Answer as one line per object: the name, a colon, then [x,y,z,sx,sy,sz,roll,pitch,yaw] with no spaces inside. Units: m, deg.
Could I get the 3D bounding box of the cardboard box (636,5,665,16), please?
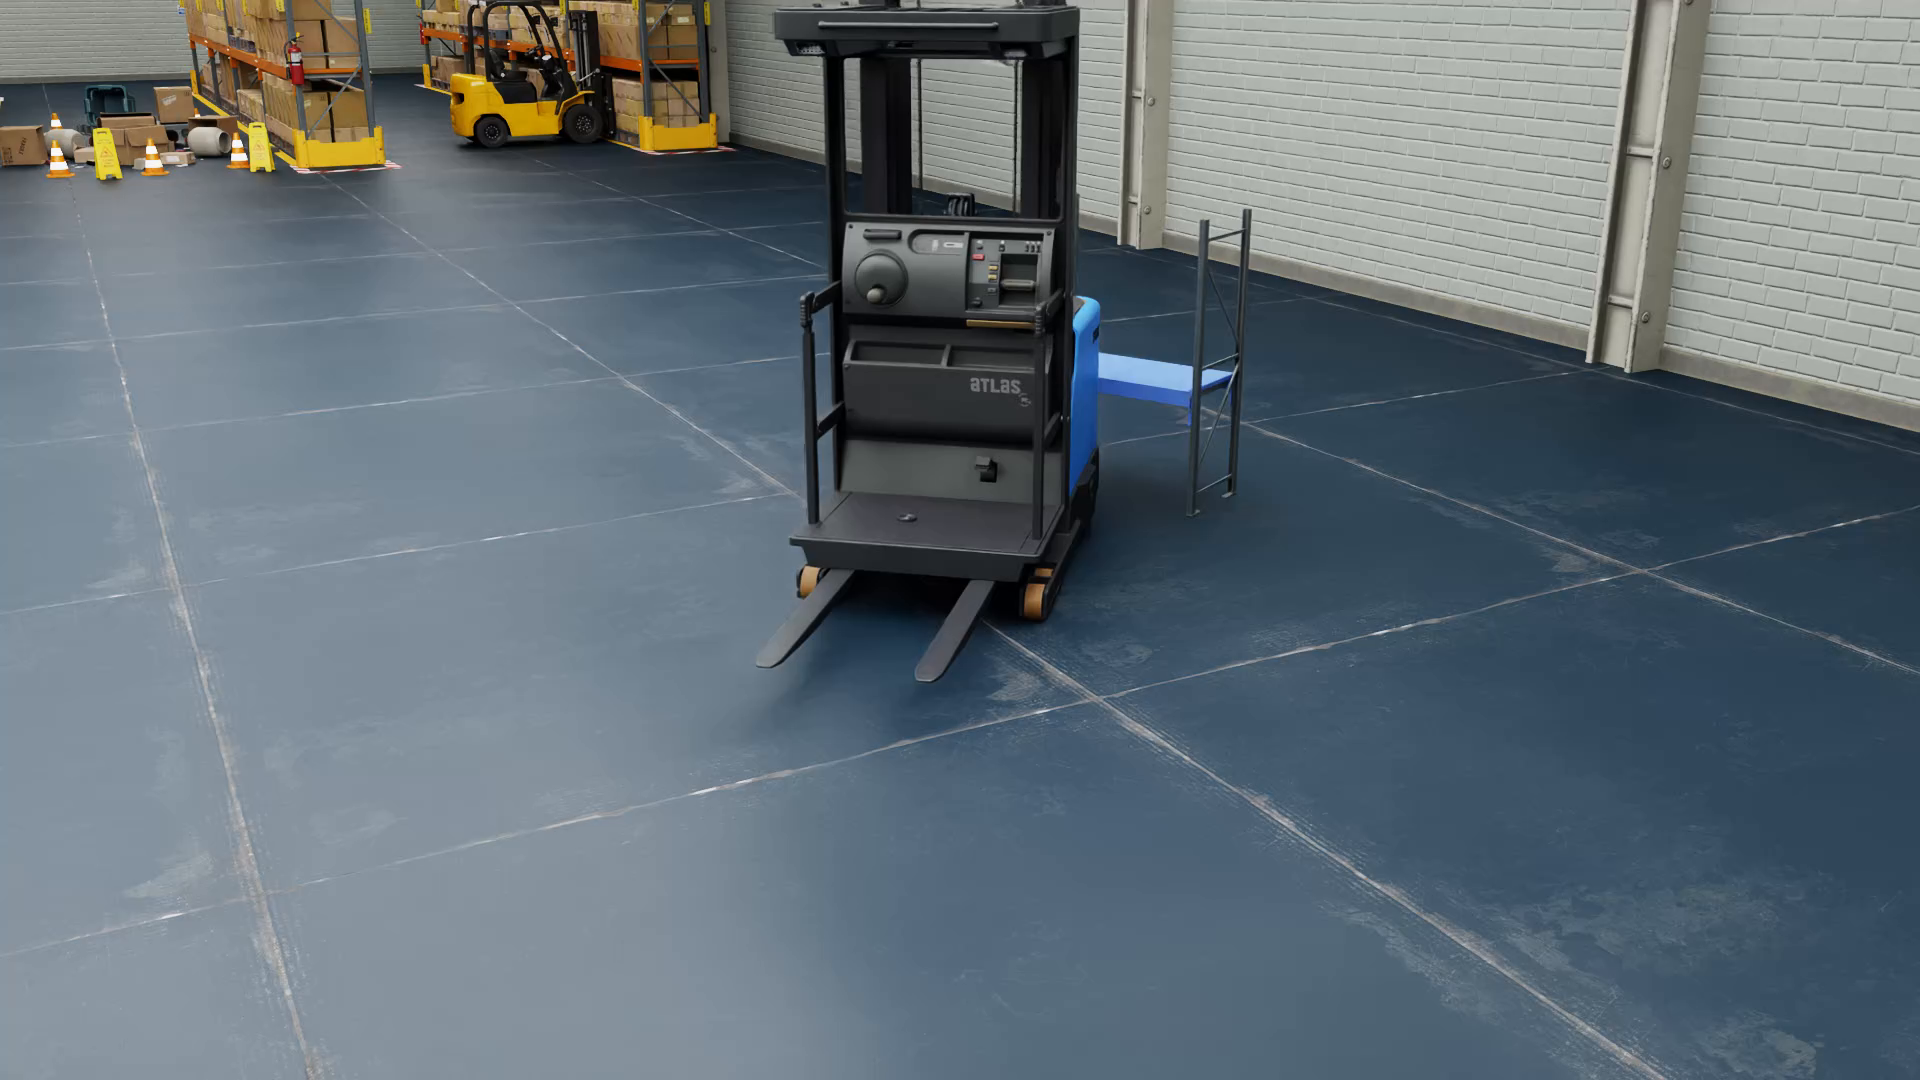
cardboard box: [-4.703,-8.043,25.237,0.380,0.149,0.250,-10,21,-27]

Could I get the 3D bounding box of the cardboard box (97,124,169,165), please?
cardboard box: [-11.776,-5.640,23.705,0.637,0.503,0.797,7,20,20]

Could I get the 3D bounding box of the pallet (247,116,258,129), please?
pallet: [-11.567,-7.112,28.419,1.003,0.211,1.213,-10,21,-27]

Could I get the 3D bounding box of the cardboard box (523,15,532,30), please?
cardboard box: [-7.681,-9.478,30.463,0.500,0.250,0.500,-11,22,-28]

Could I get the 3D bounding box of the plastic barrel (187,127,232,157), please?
plastic barrel: [-11.027,-5.849,24.432,0.512,0.421,0.421,4,19,11]

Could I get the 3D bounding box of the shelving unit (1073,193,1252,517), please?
shelving unit: [0.898,-0.990,8.702,1.048,1.500,0.538,13,23,33]

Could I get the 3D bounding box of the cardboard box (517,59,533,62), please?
cardboard box: [-8.780,-9.659,33.719,0.380,0.149,0.250,-10,21,-26]

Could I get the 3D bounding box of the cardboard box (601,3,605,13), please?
cardboard box: [-5.541,-8.557,26.728,0.380,0.149,0.250,-10,21,-26]

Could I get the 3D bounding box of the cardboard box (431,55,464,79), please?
cardboard box: [-11.738,-10.899,38.303,0.797,0.503,0.637,-11,22,-29]

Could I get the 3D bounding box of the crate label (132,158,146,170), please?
crate label: [-11.296,-5.225,23.064,0.298,0.136,0.250,11,22,30]

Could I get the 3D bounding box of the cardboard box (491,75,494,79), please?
cardboard box: [-9.278,-9.321,33.733,0.500,0.500,0.500,-11,22,-29]

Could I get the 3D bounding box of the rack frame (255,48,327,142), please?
rack frame: [-10.613,-7.856,26.301,1.000,3.000,0.127,-10,21,-27]

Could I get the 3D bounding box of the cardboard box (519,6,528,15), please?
cardboard box: [-7.981,-9.845,30.917,0.380,0.149,0.250,-9,21,-25]

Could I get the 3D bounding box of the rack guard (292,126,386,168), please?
rack guard: [-8.750,-5.548,23.444,1.175,0.500,0.348,-10,21,-27]

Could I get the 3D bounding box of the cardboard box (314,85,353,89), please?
cardboard box: [-9.348,-6.537,24.900,0.500,0.500,0.500,-10,21,-26]

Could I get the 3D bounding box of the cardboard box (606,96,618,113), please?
cardboard box: [-5.346,-6.995,26.610,0.500,0.250,0.500,-11,22,-28]

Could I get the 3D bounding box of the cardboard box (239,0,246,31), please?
cardboard box: [-11.511,-8.631,27.293,0.500,0.500,0.500,-9,21,-25]

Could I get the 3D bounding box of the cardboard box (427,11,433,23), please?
cardboard box: [-11.727,-11.824,37.574,0.500,0.250,0.500,-10,21,-26]

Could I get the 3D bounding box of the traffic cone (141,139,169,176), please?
traffic cone: [-10.869,-5.163,22.385,0.336,0.463,0.334,-10,21,-27]

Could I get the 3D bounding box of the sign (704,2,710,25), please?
sign: [-3.856,-8.009,25.295,0.100,0.325,0.005,-10,21,-27]

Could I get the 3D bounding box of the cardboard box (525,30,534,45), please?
cardboard box: [-7.665,-9.247,30.559,0.500,0.250,0.500,-11,22,-28]

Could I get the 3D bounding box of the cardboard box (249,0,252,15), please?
cardboard box: [-10.372,-8.207,25.175,0.700,0.500,0.500,-10,21,-26]

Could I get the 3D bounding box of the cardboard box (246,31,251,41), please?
cardboard box: [-11.364,-8.188,27.003,0.380,0.149,0.250,-10,22,-28]

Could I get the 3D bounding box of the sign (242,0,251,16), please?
sign: [-11.100,-8.317,25.860,0.100,0.325,0.005,-10,21,-27]

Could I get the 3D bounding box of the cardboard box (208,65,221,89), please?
cardboard box: [-15.468,-9.853,35.372,0.875,0.438,0.875,-9,21,-25]

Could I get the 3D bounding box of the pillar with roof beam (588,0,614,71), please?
pillar with roof beam: [-10.522,-11.709,28.269,9.100,9.000,0.400,-10,21,-27]

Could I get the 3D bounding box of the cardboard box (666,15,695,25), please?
cardboard box: [-4.280,-7.970,25.481,0.380,0.149,0.250,-11,22,-28]

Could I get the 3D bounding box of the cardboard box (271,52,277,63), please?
cardboard box: [-10.002,-7.161,24.670,0.380,0.149,0.250,-10,21,-27]

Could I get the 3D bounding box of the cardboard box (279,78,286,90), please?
cardboard box: [-9.674,-6.625,24.160,0.380,0.149,0.250,-10,21,-26]

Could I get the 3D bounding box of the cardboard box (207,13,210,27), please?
cardboard box: [-14.179,-10.003,31.985,0.500,0.250,0.500,-10,21,-26]

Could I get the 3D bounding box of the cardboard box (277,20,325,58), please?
cardboard box: [-9.214,-7.009,23.236,0.500,0.500,0.500,-10,22,-28]

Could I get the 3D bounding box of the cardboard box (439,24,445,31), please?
cardboard box: [-11.319,-11.366,36.856,0.380,0.149,0.250,-9,21,-25]

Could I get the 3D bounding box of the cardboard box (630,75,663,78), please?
cardboard box: [-5.115,-7.453,27.171,0.500,0.250,0.500,-10,22,-28]

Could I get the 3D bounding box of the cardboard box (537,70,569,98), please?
cardboard box: [-7.225,-8.290,30.554,0.875,0.625,0.625,-11,22,-29]

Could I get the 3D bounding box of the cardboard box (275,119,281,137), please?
cardboard box: [-10.053,-6.241,25.190,0.500,0.250,0.500,-10,22,-27]

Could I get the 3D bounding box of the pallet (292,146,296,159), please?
pallet: [-9.104,-5.651,24.183,1.003,0.211,1.213,-10,21,-27]

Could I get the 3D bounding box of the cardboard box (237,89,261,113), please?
cardboard box: [-12.253,-7.797,29.514,0.950,0.372,0.625,-12,22,-30]

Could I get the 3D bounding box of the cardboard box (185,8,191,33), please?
cardboard box: [-16.336,-11.166,35.740,0.500,0.500,0.500,-10,21,-27]

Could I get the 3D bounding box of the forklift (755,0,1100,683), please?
forklift: [-0.099,-1.171,7.032,1.130,2.935,3.031,4,19,12]

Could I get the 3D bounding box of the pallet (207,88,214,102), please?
pallet: [-15.288,-9.416,35.095,1.003,0.211,1.213,-10,21,-27]

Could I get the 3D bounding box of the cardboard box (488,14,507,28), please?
cardboard box: [-8.932,-10.155,32.548,0.500,0.250,0.500,-11,22,-29]

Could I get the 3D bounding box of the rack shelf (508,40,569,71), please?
rack shelf: [-7.196,-8.860,30.313,1.077,0.370,4.000,-10,21,-27]

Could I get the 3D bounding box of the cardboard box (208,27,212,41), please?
cardboard box: [-14.188,-9.767,32.066,0.500,0.250,0.500,-11,22,-28]

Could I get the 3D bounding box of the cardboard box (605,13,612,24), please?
cardboard box: [-5.389,-8.253,26.301,0.380,0.149,0.250,-10,21,-26]

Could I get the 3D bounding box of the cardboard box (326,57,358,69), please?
cardboard box: [-8.693,-6.719,23.390,0.380,0.149,0.250,-10,21,-26]

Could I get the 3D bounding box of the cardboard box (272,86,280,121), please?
cardboard box: [-10.061,-6.598,25.074,0.500,0.500,0.500,-9,21,-24]

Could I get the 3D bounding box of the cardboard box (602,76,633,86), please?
cardboard box: [-5.570,-7.369,26.927,0.500,0.250,0.500,-10,22,-28]

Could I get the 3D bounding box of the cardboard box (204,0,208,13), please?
cardboard box: [-14.190,-10.360,31.871,0.500,0.500,0.500,-10,21,-27]

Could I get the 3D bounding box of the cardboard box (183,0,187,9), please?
cardboard box: [-16.334,-11.639,35.577,0.500,0.500,0.500,-11,22,-28]

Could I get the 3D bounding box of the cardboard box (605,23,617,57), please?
cardboard box: [-5.294,-7.923,26.342,0.500,0.500,0.500,-10,22,-28]
